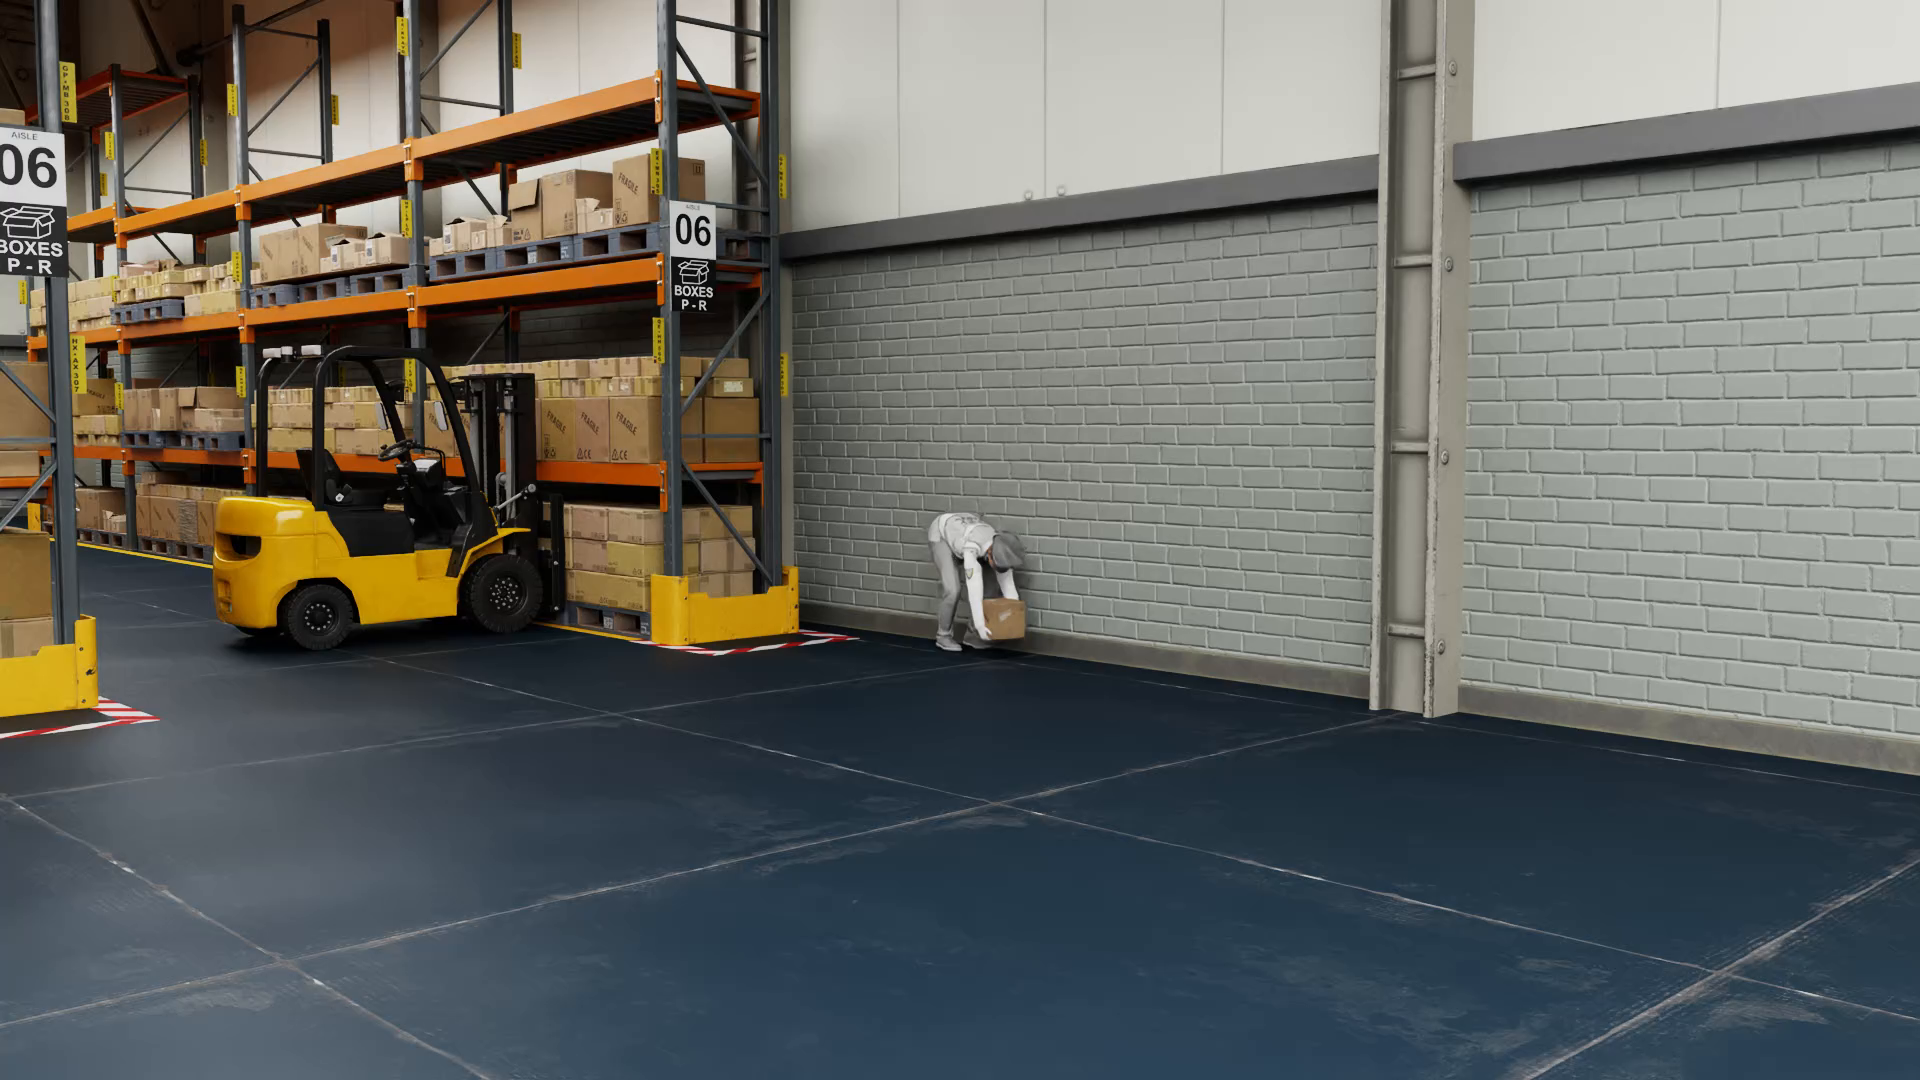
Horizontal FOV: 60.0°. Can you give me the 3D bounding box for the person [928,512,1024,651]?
[{"bbox_3d":[0.121,0.303,11.665,0.444,0.972,0.897,-3,5,-34],"label":"person"}]
